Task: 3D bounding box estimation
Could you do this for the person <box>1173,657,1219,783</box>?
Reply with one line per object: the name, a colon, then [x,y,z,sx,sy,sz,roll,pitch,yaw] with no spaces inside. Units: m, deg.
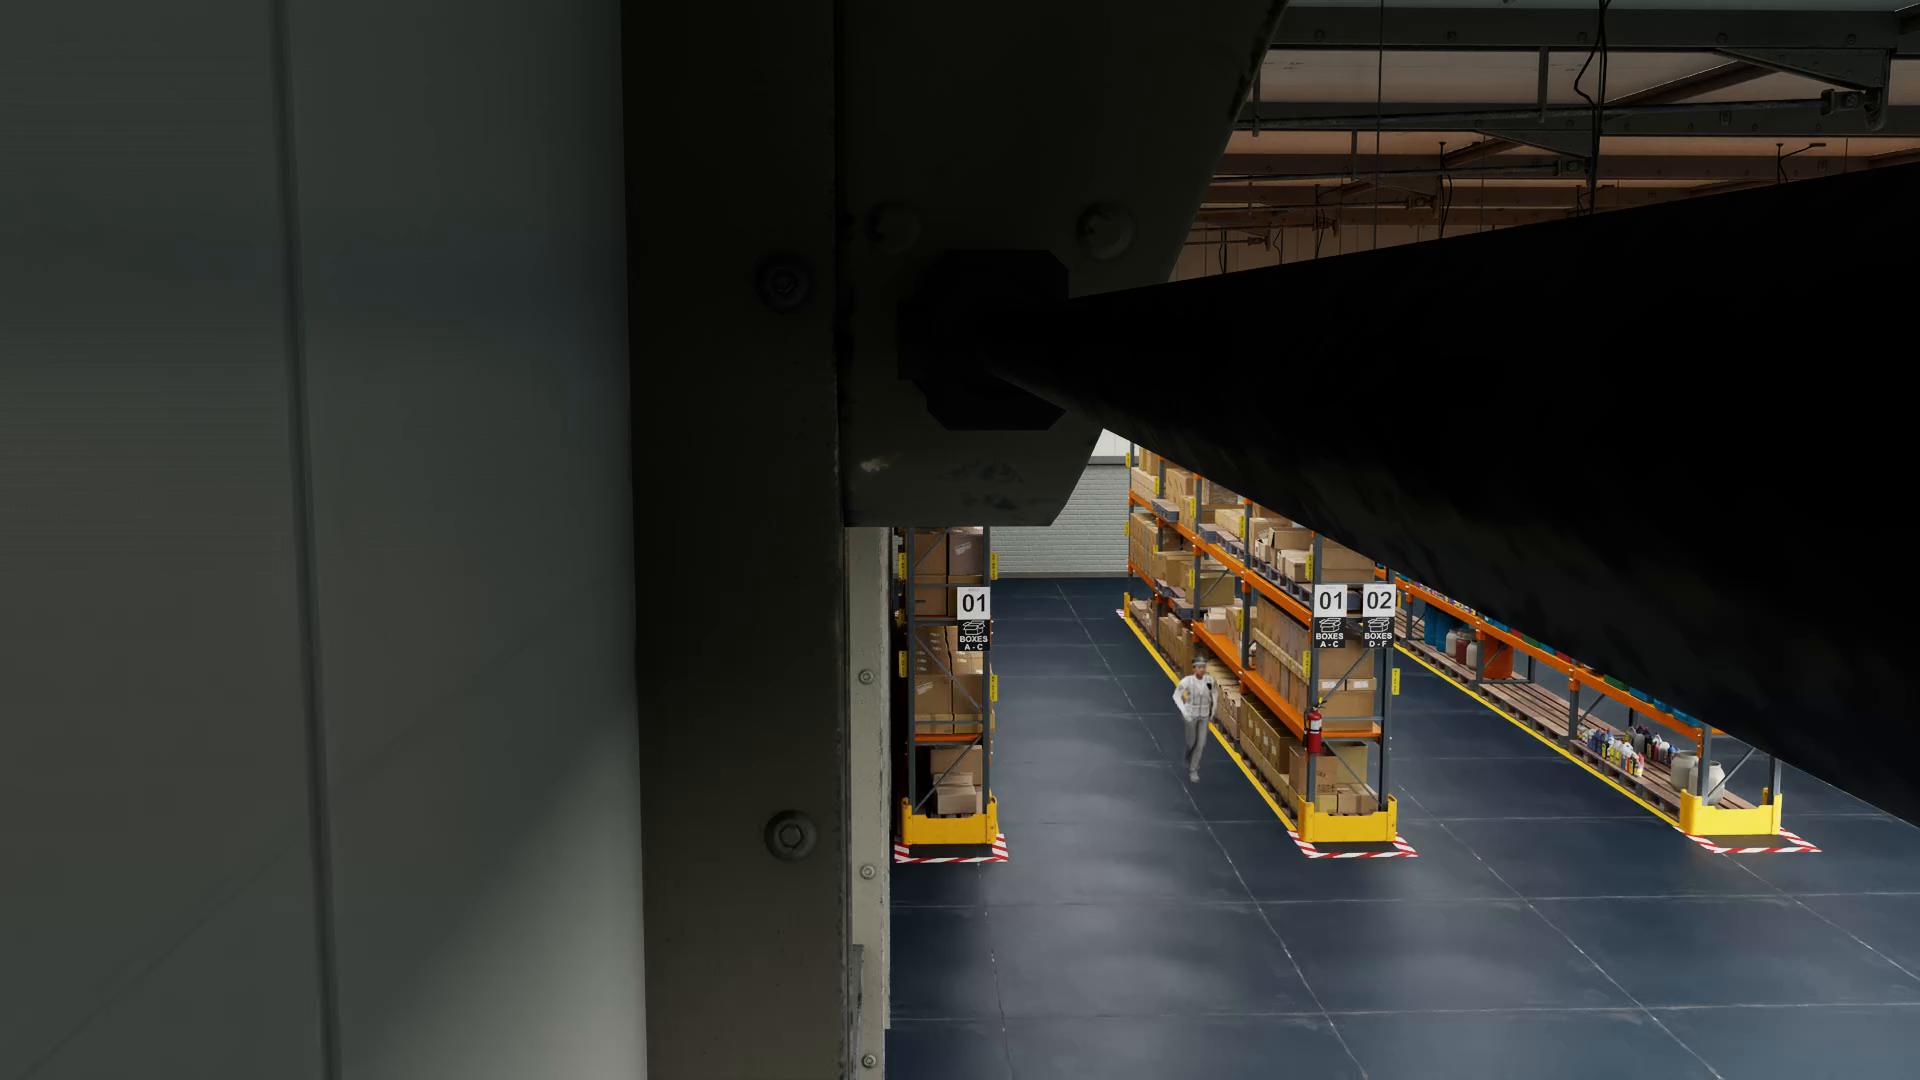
person: [3.192,2.371,22.388,0.643,1.671,0.651,-1,7,-8]
